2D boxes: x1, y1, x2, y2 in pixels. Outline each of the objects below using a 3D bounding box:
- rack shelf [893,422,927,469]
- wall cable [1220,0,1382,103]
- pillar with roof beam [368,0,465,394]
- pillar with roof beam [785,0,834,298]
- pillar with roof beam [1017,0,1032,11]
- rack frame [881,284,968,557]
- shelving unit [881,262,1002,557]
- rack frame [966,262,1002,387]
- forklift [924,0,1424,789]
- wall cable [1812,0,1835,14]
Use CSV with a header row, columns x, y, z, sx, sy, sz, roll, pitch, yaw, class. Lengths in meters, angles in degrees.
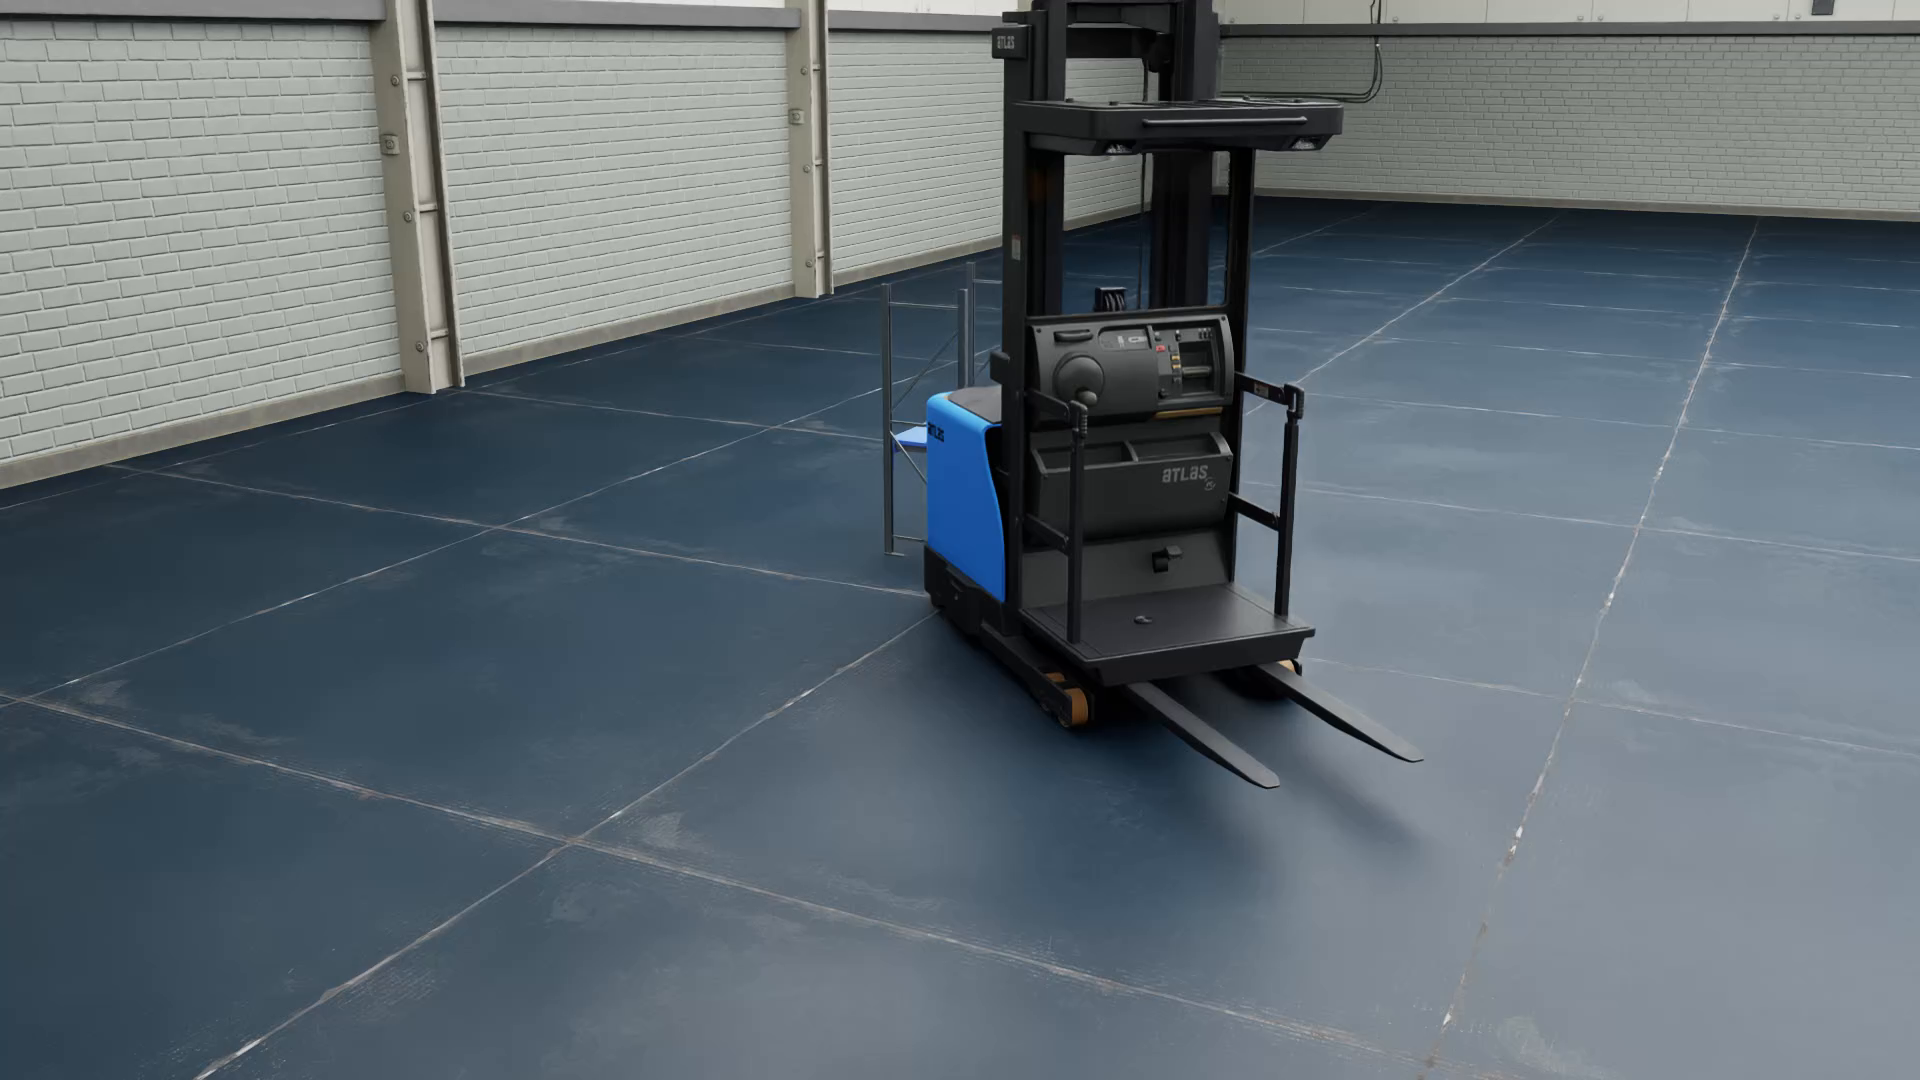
x,y,z,sx,sy,sz,roll,pitch,yaw,class
0.038,-0.568,9.435,0.538,0.185,1.000,8,18,25,rack shelf
6.196,-9.249,30.314,3.097,2.526,0.112,8,18,25,wall cable
-0.495,-5.023,10.631,9.100,9.000,0.400,8,18,25,pillar with roof beam
2.186,-6.551,15.777,9.100,9.000,0.400,8,18,25,pillar with roof beam
4.867,-8.080,20.922,9.100,9.000,0.400,8,18,25,pillar with roof beam
-0.189,-0.611,8.948,0.500,1.500,0.032,8,18,25,rack frame
0.038,-0.741,9.384,0.538,1.500,1.048,8,18,25,shelving unit
0.265,-0.870,9.820,0.500,1.500,0.032,8,18,25,rack frame
0.829,-0.760,6.934,1.130,2.935,3.031,-6,18,-21,forklift
14.682,-11.156,25.308,2.305,6.003,0.169,8,18,25,wall cable
